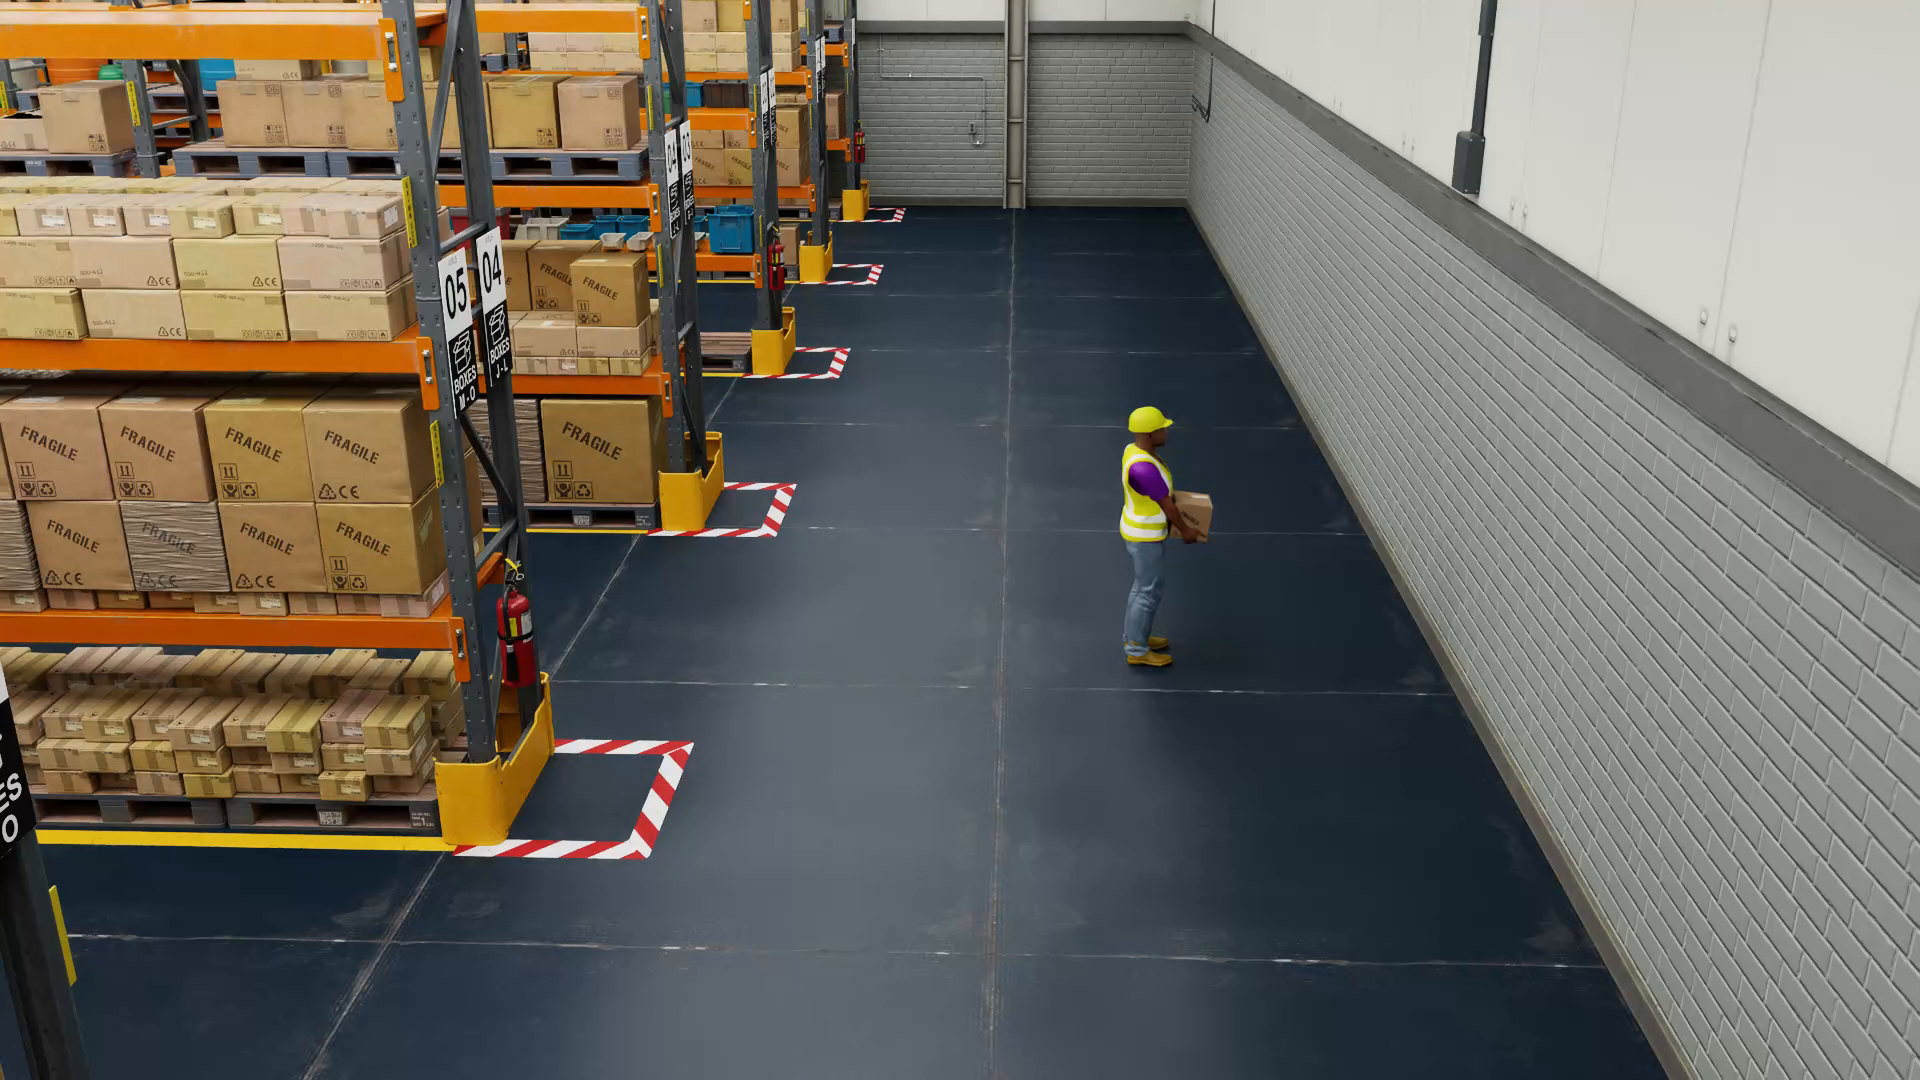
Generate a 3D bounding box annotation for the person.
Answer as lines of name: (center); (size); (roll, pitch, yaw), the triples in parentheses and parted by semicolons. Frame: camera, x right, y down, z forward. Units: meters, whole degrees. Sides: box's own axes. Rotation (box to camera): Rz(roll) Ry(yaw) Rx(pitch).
person: (1.351, -0.038, 11.148); (0.559, 1.763, 0.505); (1, 21, 2)
